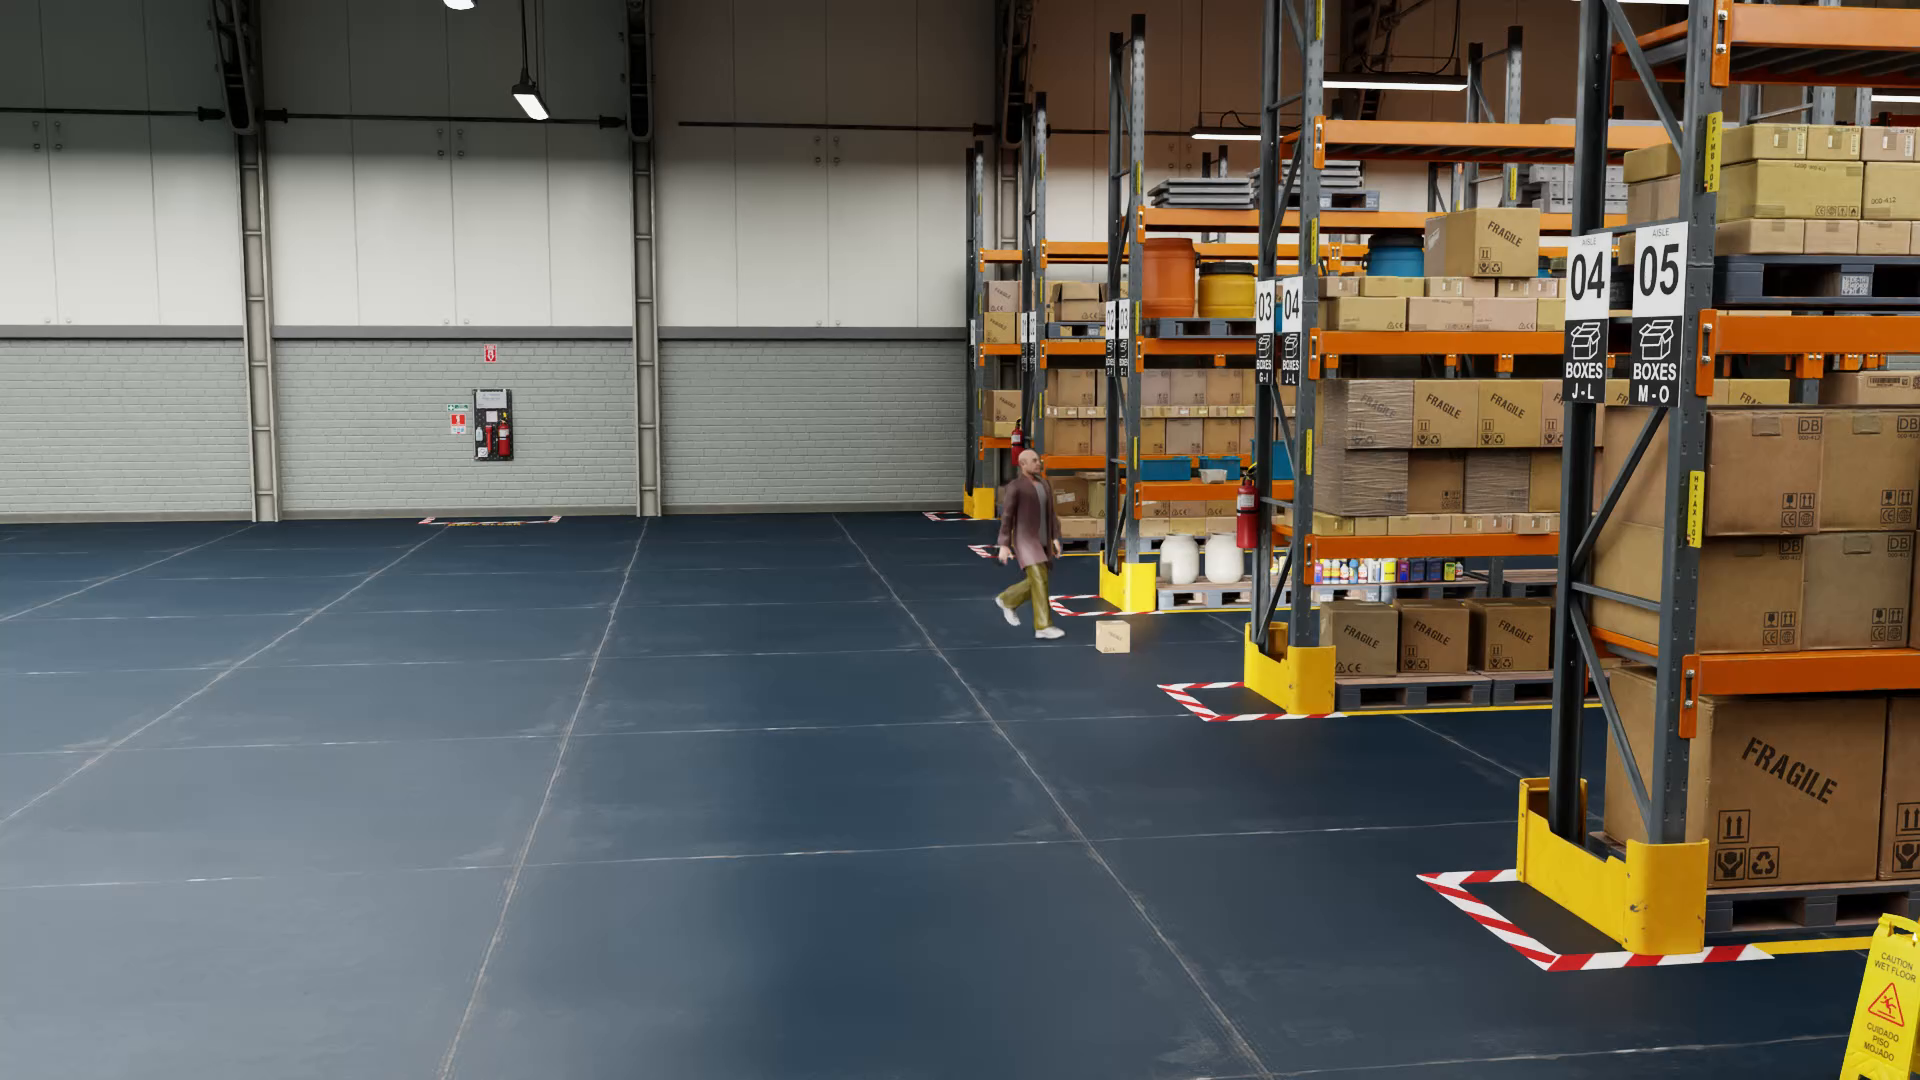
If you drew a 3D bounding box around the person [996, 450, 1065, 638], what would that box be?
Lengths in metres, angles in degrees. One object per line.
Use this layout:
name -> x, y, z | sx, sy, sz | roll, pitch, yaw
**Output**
person -> 0.639, 0.023, 15.581 | 1.016, 1.741, 0.655 | 6, 9, 44
